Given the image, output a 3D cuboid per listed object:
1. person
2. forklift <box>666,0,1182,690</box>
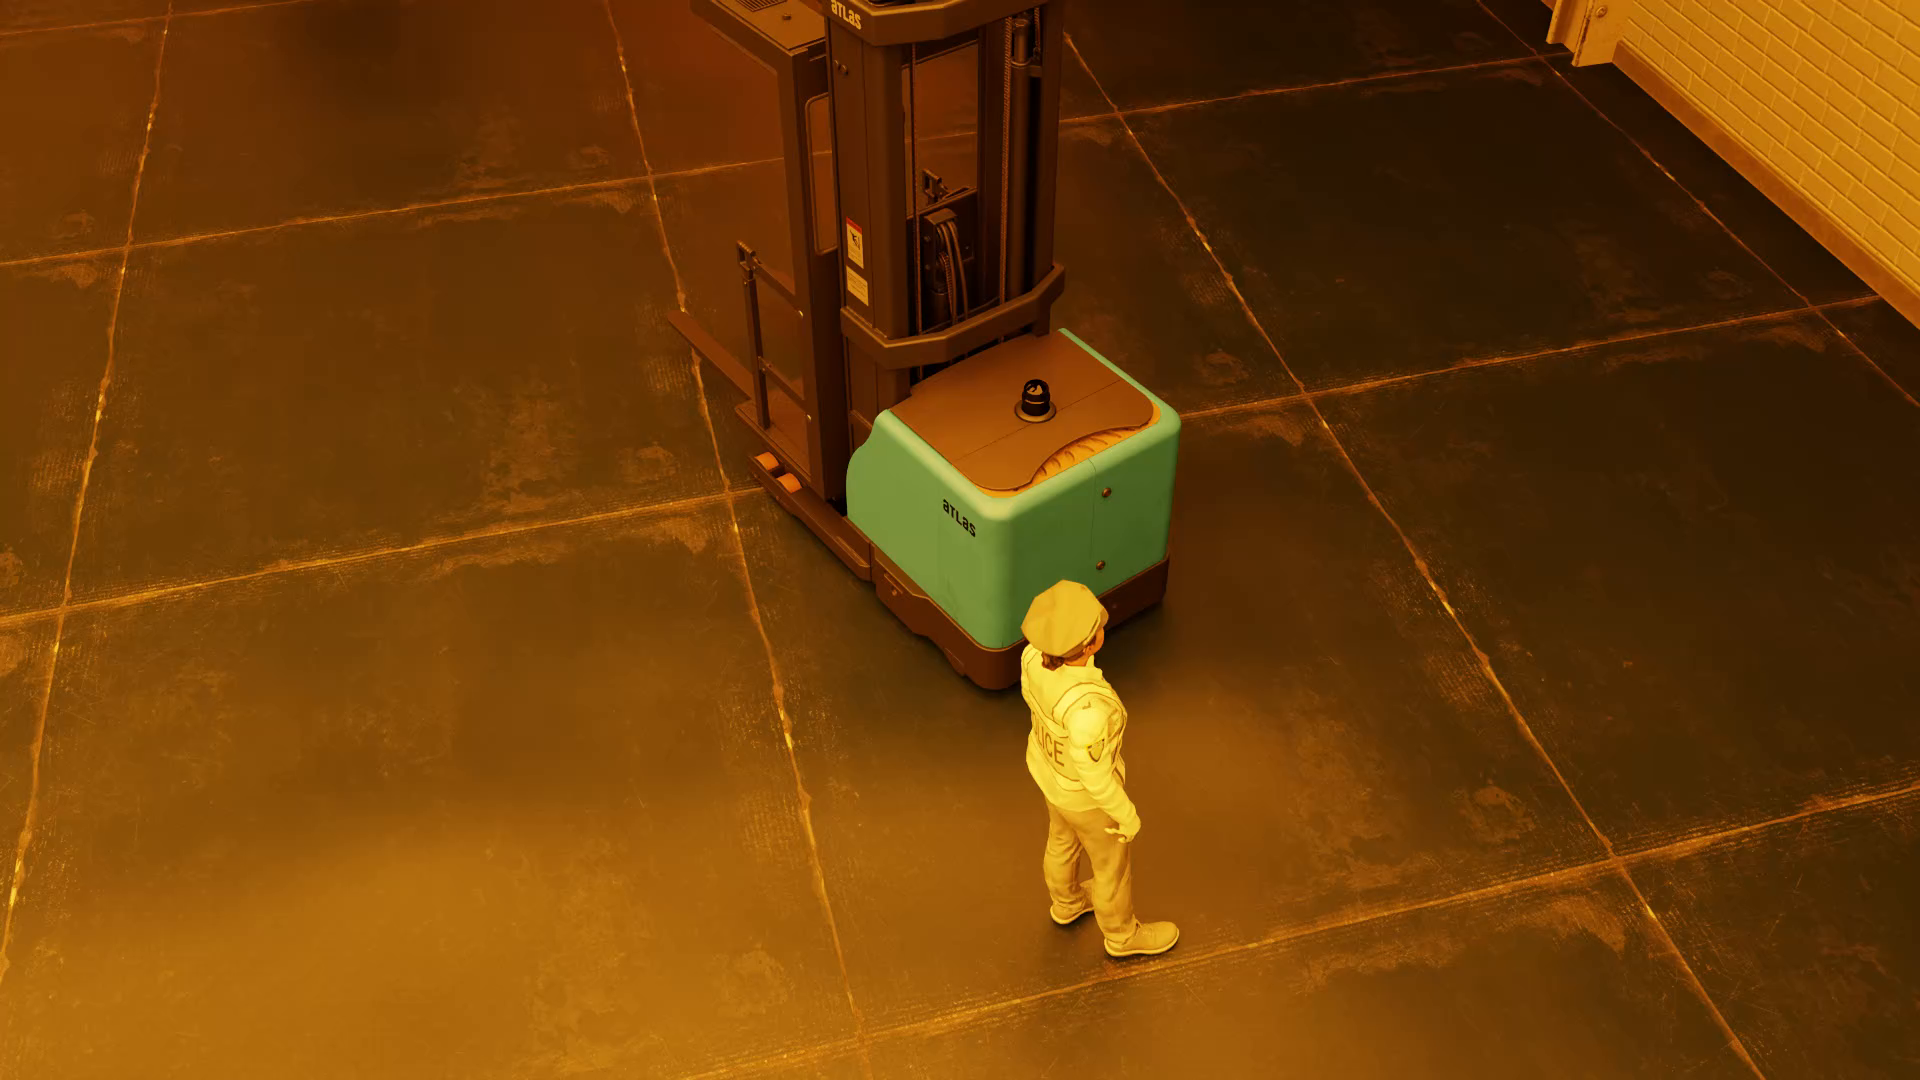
[{"bbox_3d":[0.469,0.783,5.707,0.530,1.694,0.589,-18,46,-18],"label":"person"},{"bbox_3d":[-0.366,-1.399,7.126,1.130,2.935,3.031,-27,50,-26],"label":"forklift"}]
